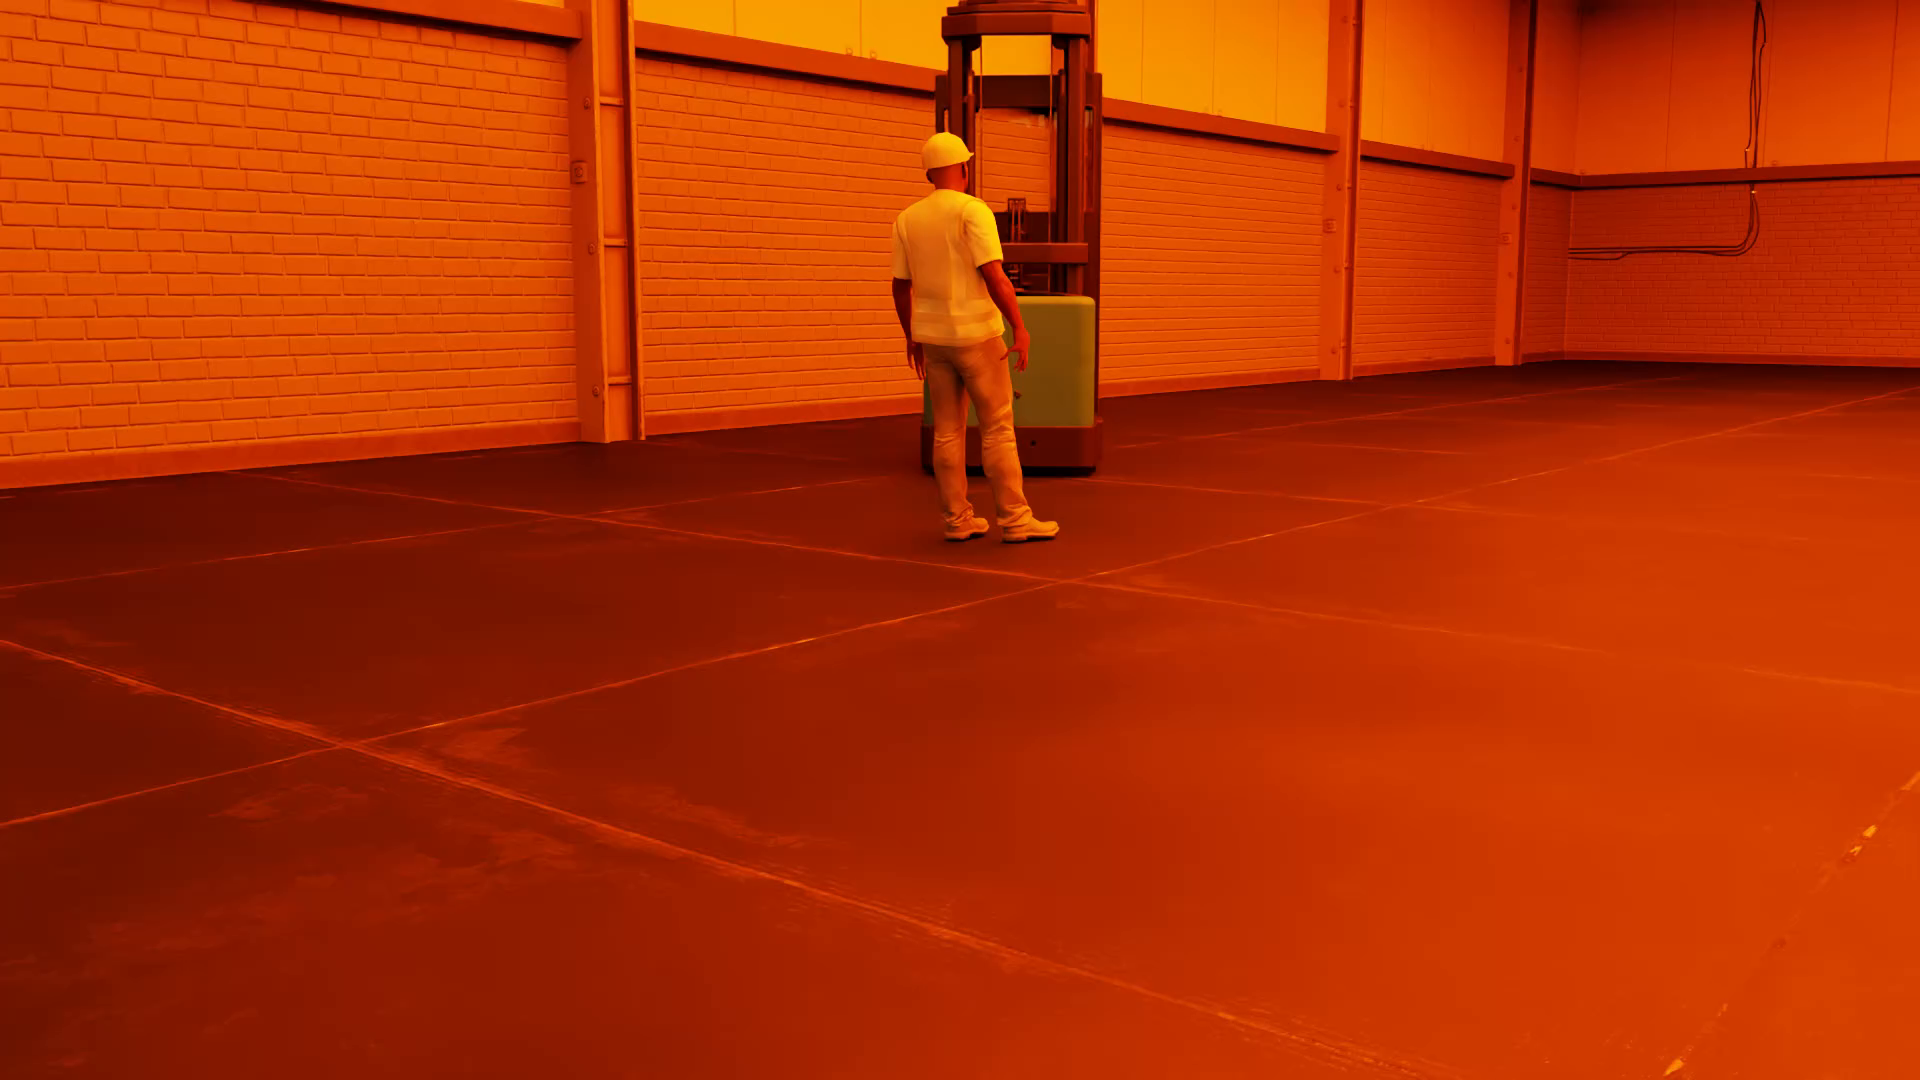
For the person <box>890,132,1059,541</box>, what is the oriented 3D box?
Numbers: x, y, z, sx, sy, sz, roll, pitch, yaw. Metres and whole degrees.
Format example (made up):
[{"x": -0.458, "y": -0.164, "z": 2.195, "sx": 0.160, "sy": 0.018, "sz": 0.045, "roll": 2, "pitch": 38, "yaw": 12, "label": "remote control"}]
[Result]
[{"x": 0.048, "y": -0.888, "z": 7.325, "sx": 0.665, "sy": 1.765, "sz": 0.577, "roll": 7, "pitch": 11, "yaw": 38, "label": "person"}]

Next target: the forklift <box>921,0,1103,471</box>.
[{"x": 0.401, "y": -2.032, "z": 11.169, "sx": 1.130, "sy": 2.935, "sz": 3.031, "roll": 1, "pitch": 8, "yaw": 5, "label": "forklift"}]
